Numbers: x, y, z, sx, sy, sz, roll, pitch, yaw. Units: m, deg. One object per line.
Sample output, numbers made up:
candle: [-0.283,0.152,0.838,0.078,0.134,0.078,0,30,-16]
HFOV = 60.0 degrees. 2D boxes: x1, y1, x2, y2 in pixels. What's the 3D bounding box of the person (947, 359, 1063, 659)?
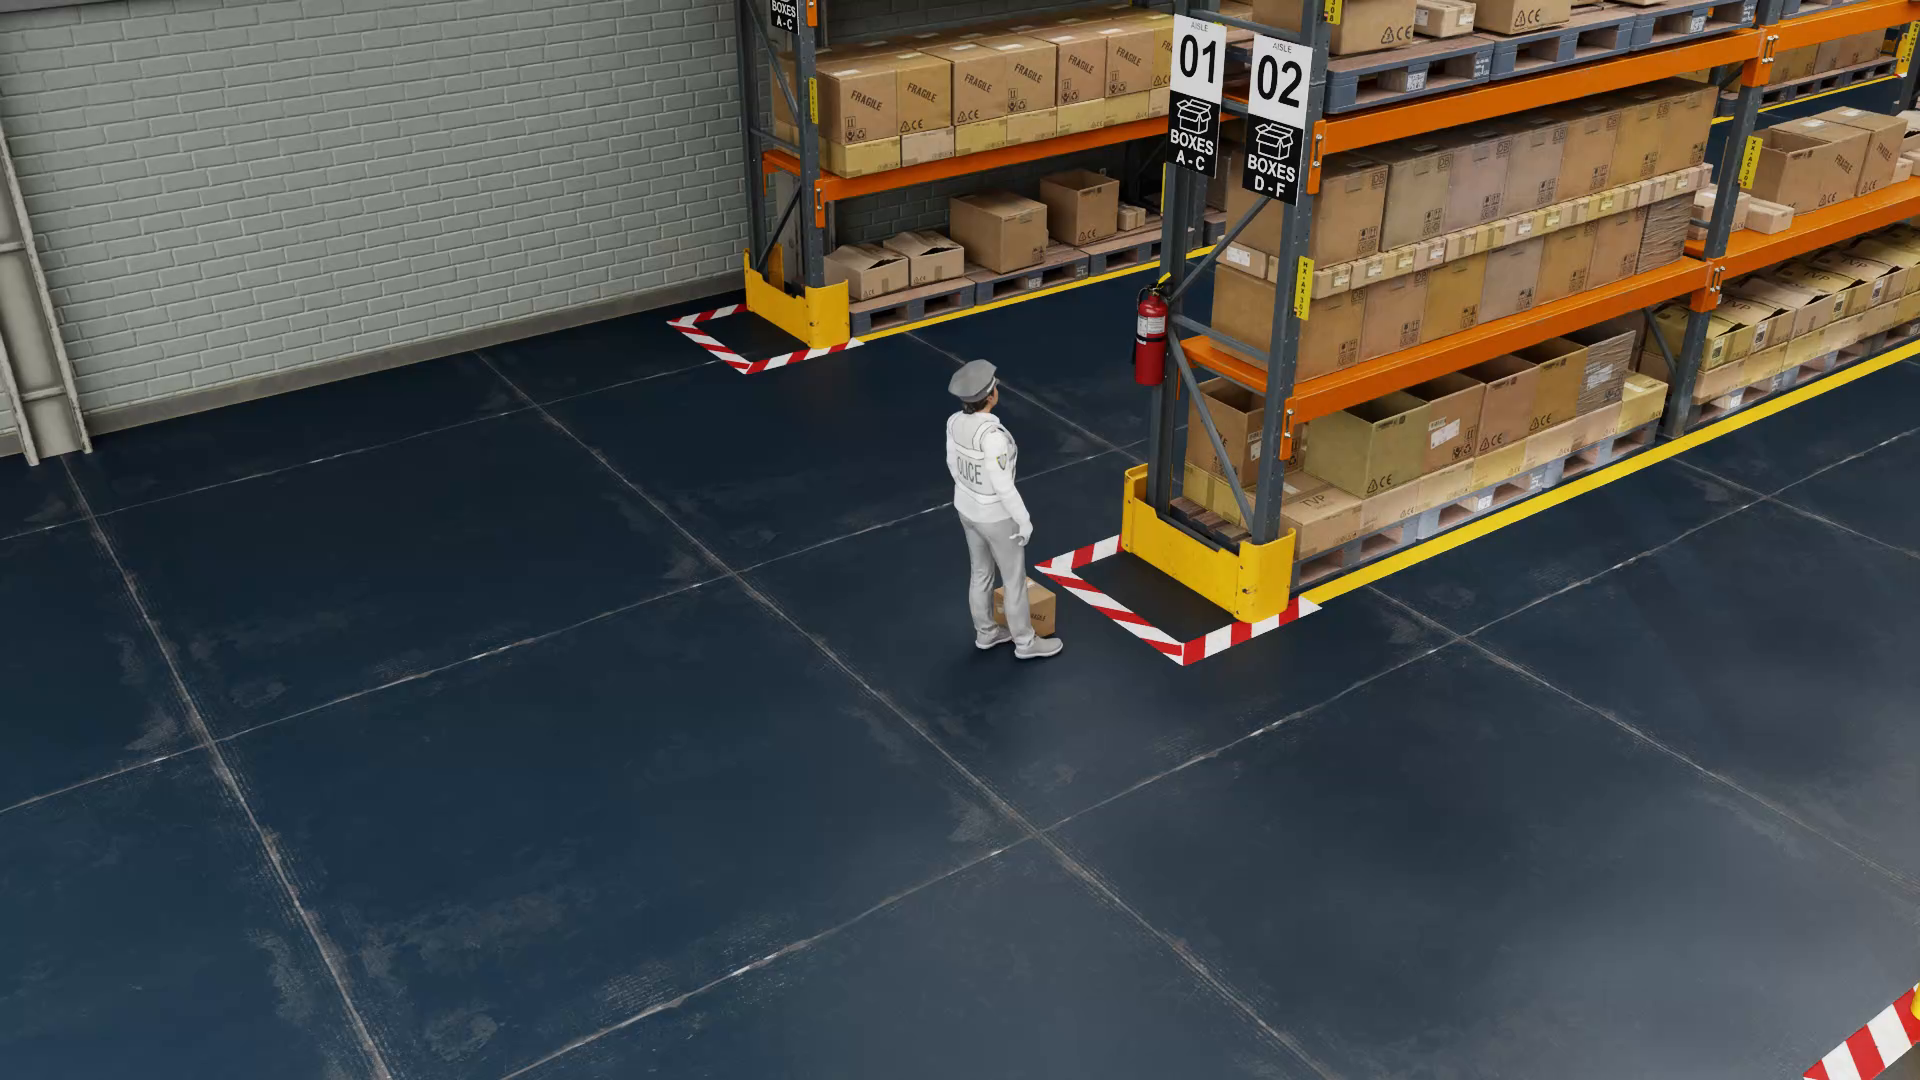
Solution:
person: [0.208,-0.170,8.881,0.533,1.697,0.588,-19,34,-30]
